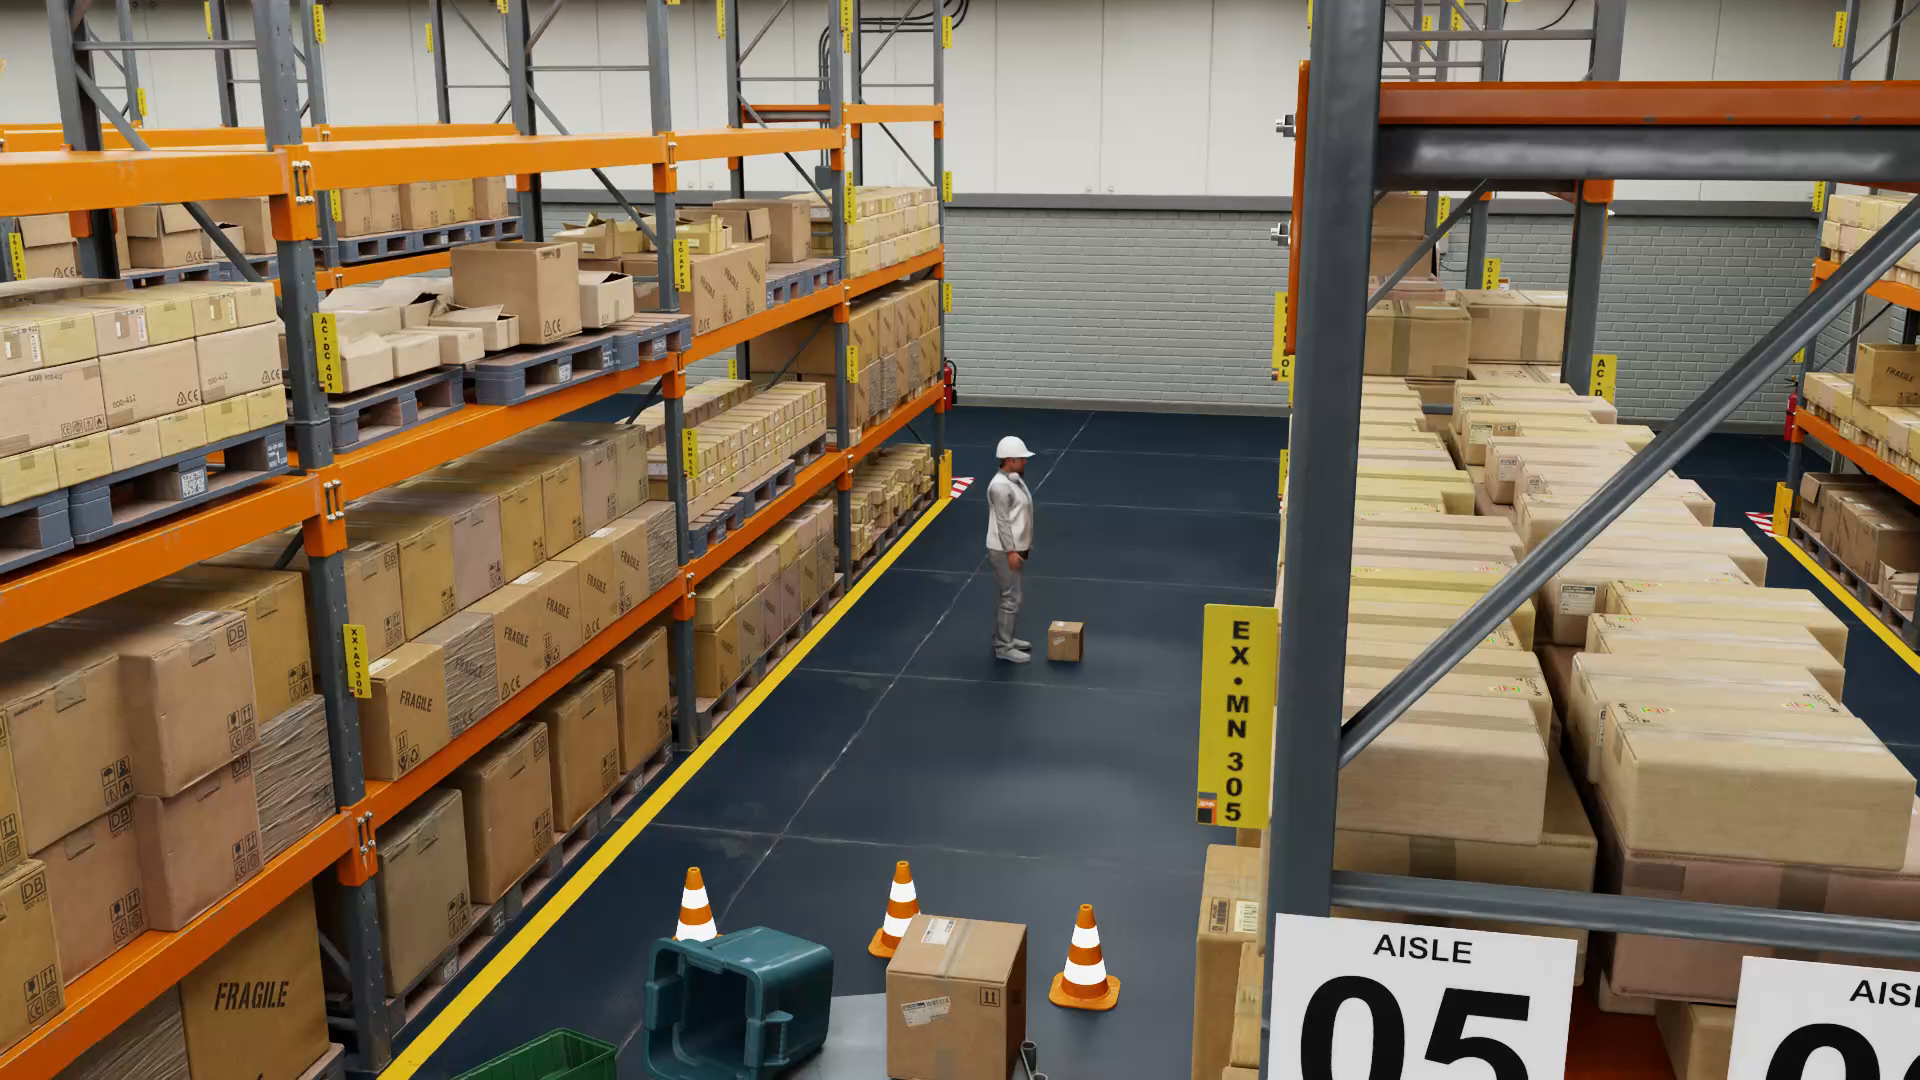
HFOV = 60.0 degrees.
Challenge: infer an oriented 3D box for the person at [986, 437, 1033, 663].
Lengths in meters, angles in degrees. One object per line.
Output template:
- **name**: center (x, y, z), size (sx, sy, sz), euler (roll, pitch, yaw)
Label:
- **person**: center (0.415, 0.053, 13.249), size (0.392, 1.778, 0.536), euler (3, 15, 12)
